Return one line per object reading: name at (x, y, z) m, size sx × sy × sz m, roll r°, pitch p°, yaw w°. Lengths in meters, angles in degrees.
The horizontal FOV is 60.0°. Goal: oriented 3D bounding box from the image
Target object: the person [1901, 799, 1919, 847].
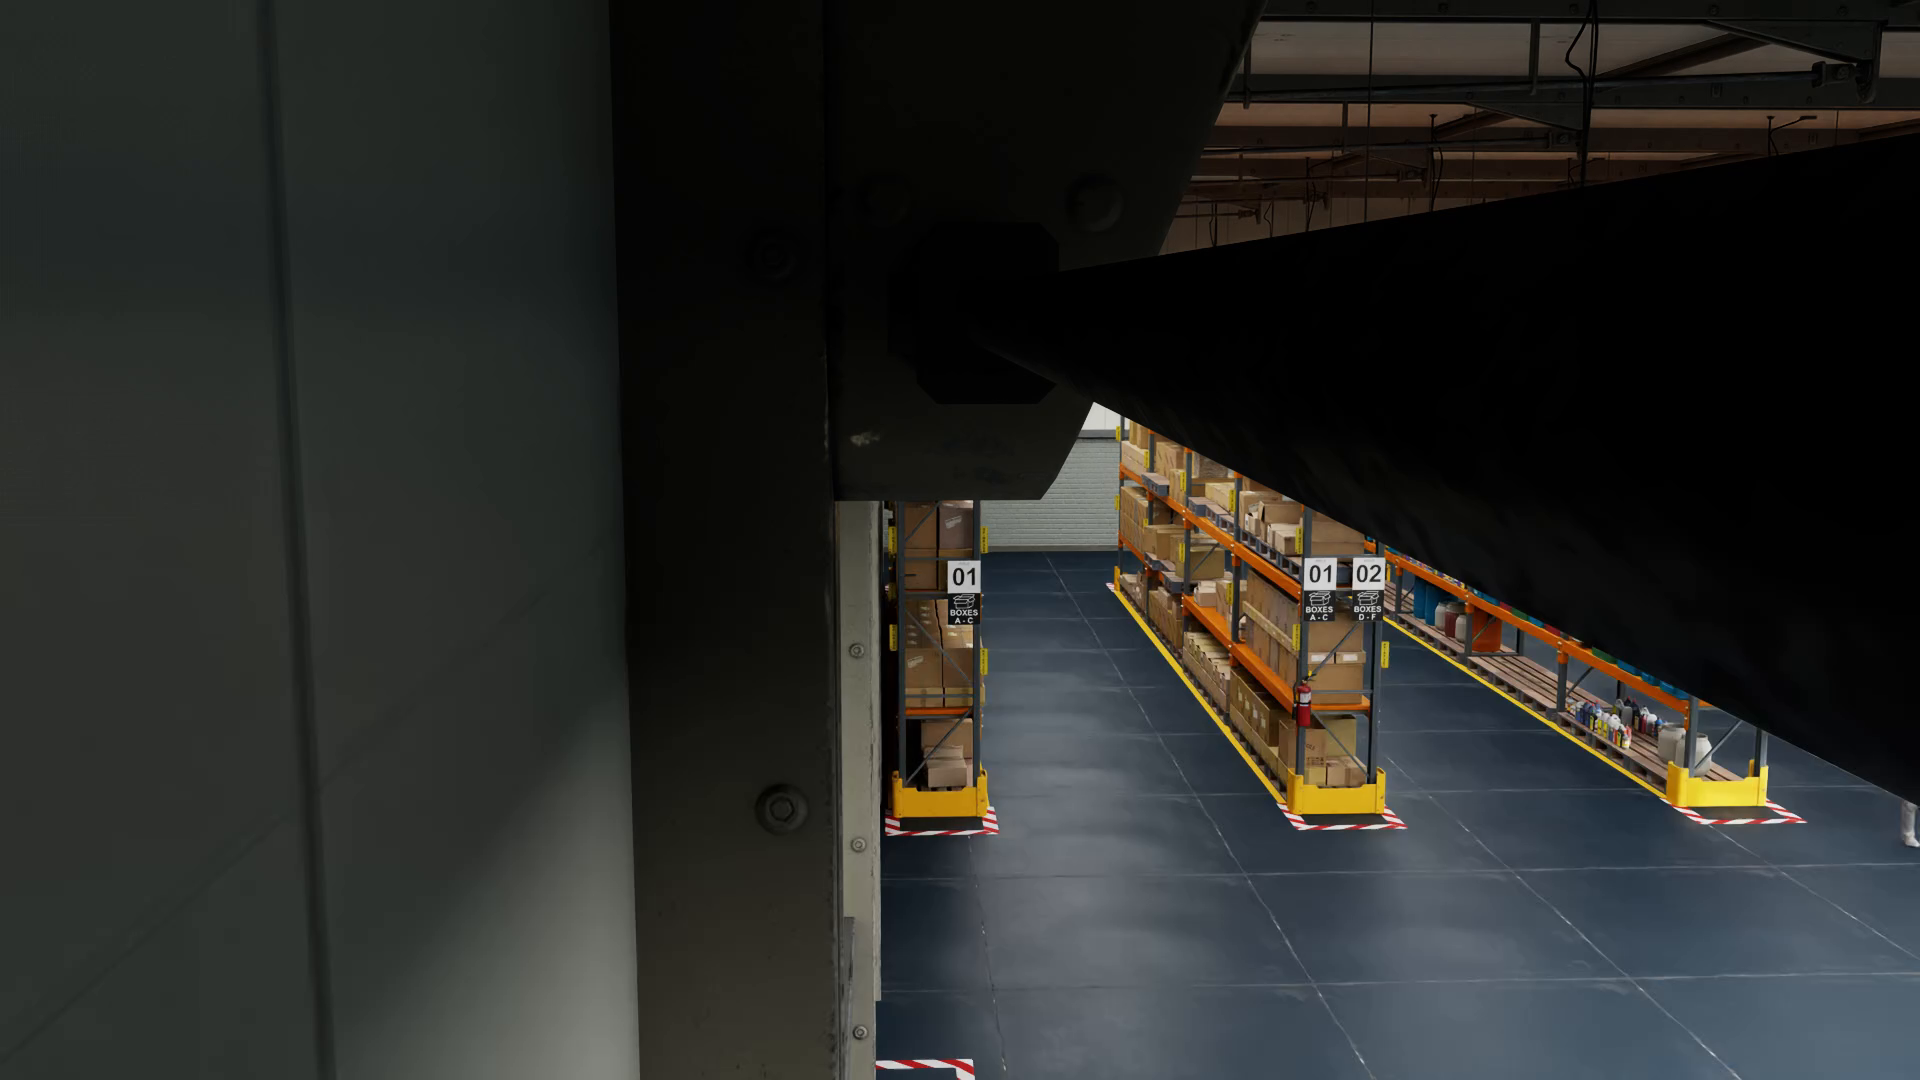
person at (11.095, 2.712, 19.166) m, size 0.638 × 1.771 × 0.662 m, roll 4°, pitch 9°, yaw 24°
